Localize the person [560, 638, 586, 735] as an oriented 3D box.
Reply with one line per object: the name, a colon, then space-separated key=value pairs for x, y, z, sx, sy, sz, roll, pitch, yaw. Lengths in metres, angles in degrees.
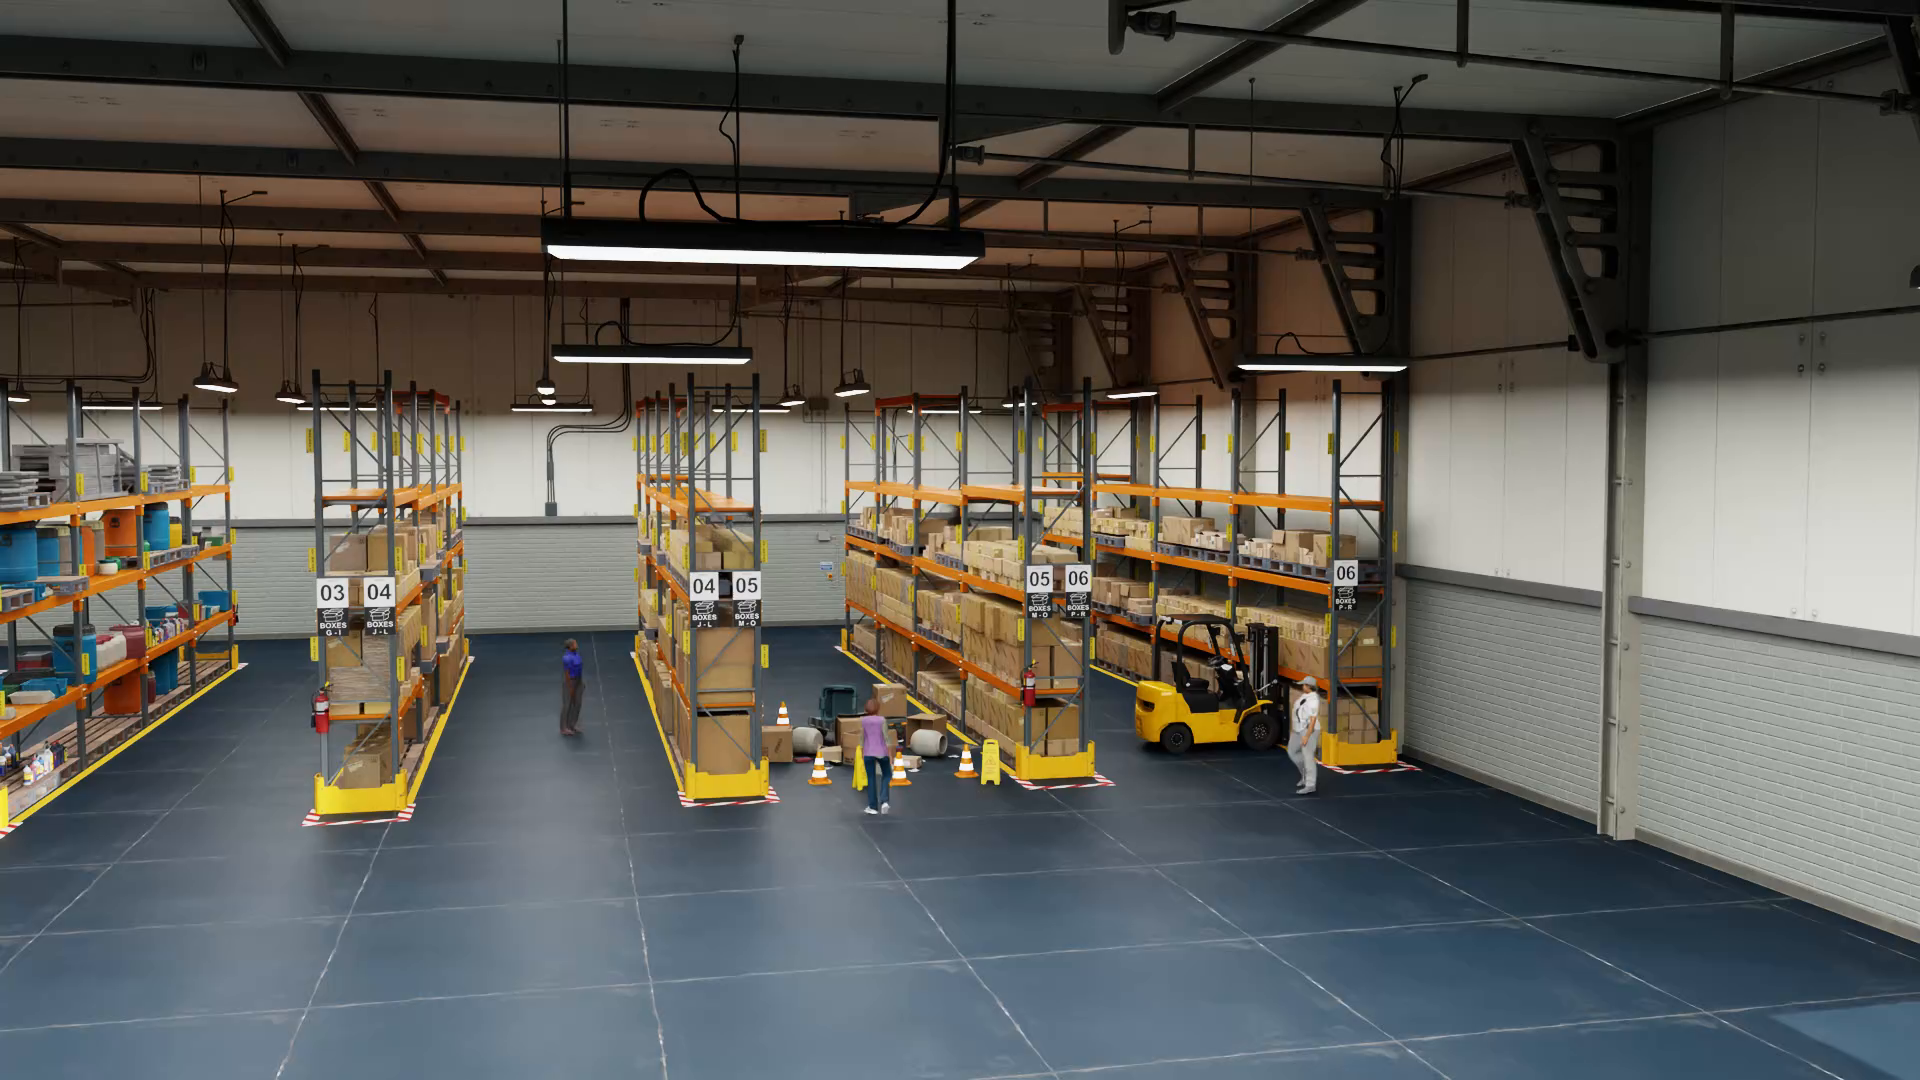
person: x=-6.694 y=2.523 z=28.754 sx=0.359 sy=1.649 sz=0.499 roll=1 pitch=4 yaw=24

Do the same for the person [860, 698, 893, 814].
person: x=-1.129 y=2.927 z=22.438 sx=0.448 sy=1.567 sz=0.408 roll=0 pitch=3 yaw=-1

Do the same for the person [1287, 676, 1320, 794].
person: x=4.987 y=2.786 z=24.005 sx=0.436 sy=1.676 sz=0.593 roll=-1 pitch=3 yaw=-15
